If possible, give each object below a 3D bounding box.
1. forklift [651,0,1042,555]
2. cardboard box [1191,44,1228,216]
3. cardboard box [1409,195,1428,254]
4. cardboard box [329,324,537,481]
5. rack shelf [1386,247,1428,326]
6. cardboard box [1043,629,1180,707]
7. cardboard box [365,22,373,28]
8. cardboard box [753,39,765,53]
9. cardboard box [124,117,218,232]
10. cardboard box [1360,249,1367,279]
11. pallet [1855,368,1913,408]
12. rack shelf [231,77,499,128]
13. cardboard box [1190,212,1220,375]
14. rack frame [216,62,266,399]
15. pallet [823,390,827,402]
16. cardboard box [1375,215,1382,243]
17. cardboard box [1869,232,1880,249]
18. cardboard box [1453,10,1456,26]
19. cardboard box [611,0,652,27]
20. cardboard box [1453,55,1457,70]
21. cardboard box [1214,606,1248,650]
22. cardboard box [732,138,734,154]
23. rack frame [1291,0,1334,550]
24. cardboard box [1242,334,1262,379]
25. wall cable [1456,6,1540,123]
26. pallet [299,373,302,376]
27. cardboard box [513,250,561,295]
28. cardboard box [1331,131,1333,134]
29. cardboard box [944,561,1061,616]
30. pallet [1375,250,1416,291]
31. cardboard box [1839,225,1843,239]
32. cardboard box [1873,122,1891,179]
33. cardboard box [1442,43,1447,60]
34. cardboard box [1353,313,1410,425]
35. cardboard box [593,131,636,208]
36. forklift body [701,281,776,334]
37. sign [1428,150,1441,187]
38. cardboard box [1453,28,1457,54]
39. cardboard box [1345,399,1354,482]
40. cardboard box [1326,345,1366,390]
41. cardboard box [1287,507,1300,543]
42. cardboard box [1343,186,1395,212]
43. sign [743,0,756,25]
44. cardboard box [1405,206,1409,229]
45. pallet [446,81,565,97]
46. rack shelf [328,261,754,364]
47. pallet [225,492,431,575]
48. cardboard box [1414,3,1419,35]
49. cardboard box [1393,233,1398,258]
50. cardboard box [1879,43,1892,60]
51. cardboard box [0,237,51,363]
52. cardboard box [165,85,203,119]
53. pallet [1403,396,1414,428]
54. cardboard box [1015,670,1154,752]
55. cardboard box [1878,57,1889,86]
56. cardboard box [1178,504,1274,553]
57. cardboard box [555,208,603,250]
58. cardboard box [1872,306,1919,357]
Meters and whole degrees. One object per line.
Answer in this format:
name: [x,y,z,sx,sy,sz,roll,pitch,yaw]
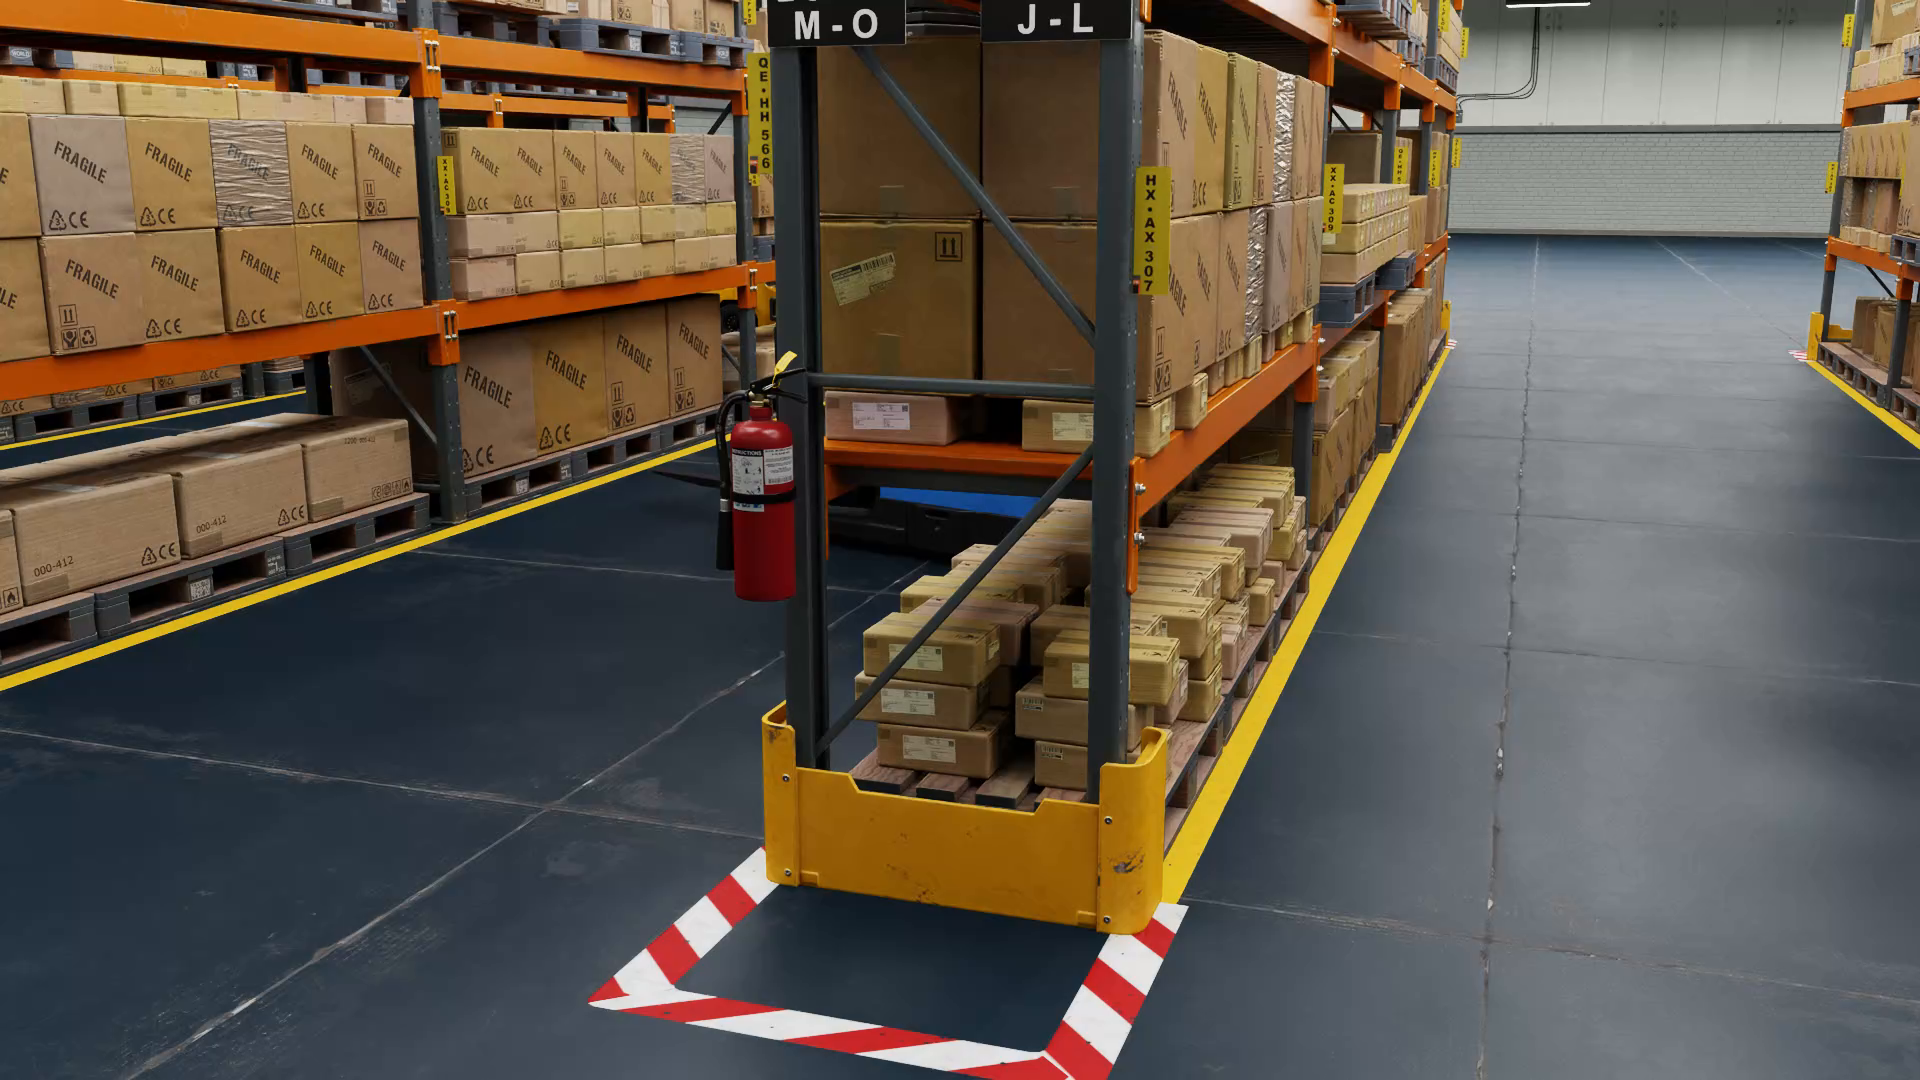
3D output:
forklift: [-0.508,-1.510,9.516,3.031,2.935,1.130,9,16,35]
cardboard box: [0.534,-1.279,5.211,0.500,0.500,0.500,5,14,20]
cardboard box: [3.947,-2.862,15.062,0.500,0.500,0.500,4,14,18]
cardboard box: [-3.317,-0.898,10.514,0.875,0.875,0.875,5,14,20]
rack shelf: [3.216,-2.171,13.873,1.077,0.370,4.000,4,14,18]
cardboard box: [0.471,0.393,5.149,0.380,0.149,0.250,4,13,16]
cardboard box: [-6.052,-4.906,16.107,0.500,0.500,0.500,5,14,20]
cardboard box: [-1.803,-3.940,13.570,0.396,0.266,0.258,4,14,18]
cardboard box: [-3.831,-1.691,7.684,0.500,0.500,0.500,4,14,19]
cardboard box: [1.921,-1.449,8.716,0.380,0.149,0.250,5,14,19]
pallet: [8.707,-1.348,14.922,1.003,0.211,1.213,4,14,18]
rack shelf: [-6.199,-4.325,16.570,1.077,0.370,4.000,4,14,18]
cardboard box: [0.536,-0.799,5.353,0.500,0.500,0.500,4,14,19]
rack frame: [-6.846,-2.792,14.979,1.000,3.000,0.127,4,14,18]
pallet: [-1.497,-1.496,15.569,1.003,0.211,1.213,4,14,18]
cardboard box: [2.171,-1.756,9.392,0.380,0.149,0.250,5,14,21]
cardboard box: [8.814,-2.823,15.679,0.380,0.149,0.250,4,14,18]
cardboard box: [4.875,-5.350,17.051,0.380,0.149,0.250,4,14,19]
cardboard box: [-2.444,-3.759,11.308,0.500,0.500,0.500,4,14,19]
cardboard box: [5.123,-5.123,17.849,0.380,0.149,0.250,4,14,19]
cardboard box: [0.940,0.355,6.653,0.380,0.149,0.250,4,14,18]
cardboard box: [-1.886,-3.515,14.852,0.380,0.149,0.250,4,13,16]
rack frame: [1.274,-1.258,8.258,1.000,3.000,0.127,4,14,18]
cardboard box: [0.965,-0.724,6.484,0.380,0.149,0.250,5,14,20]
wall cable: [15.553,-15.132,47.921,2.305,6.003,0.169,4,14,18]
pallet: [-6.146,-1.859,17.158,1.003,0.211,1.213,4,14,18]
cardboard box: [-2.884,-1.703,10.544,0.500,0.250,0.500,4,13,17]
cardboard box: [4.082,-3.741,16.375,0.875,0.550,0.550,4,14,18]
cardboard box: [0.154,0.187,6.053,0.380,0.149,0.250,4,13,16]
pallet: [2.439,-1.849,11.279,1.213,0.211,1.003,4,14,18]
cardboard box: [9.500,-3.241,17.511,0.380,0.149,0.250,4,14,18]
cardboard box: [8.732,-3.570,15.250,0.500,0.500,0.500,4,14,18]
cardboard box: [4.466,-4.695,15.972,0.380,0.149,0.250,4,14,18]
cardboard box: [2.851,-1.330,12.685,1.050,0.750,0.750,4,14,18]
cardboard box: [-2.564,-2.525,11.338,0.500,0.500,0.500,4,13,17]
forklift body: [-3.145,-3.532,20.129,2.313,2.155,1.214,4,14,18]
sign: [4.379,-3.431,15.356,0.100,0.325,0.005,4,14,18]
cardboard box: [4.937,-5.238,17.457,0.500,0.250,0.500,4,14,18]
cardboard box: [2.091,-0.603,10.064,0.500,0.500,0.500,5,14,19]
cardboard box: [2.263,-1.076,10.450,0.500,0.250,0.500,5,14,20]
cardboard box: [1.397,-0.071,7.851,0.380,0.149,0.250,4,13,16]
cardboard box: [2.423,-2.064,10.075,0.380,0.149,0.250,5,14,21]
sign: [-1.626,-4.147,12.834,0.100,0.325,0.005,4,14,18]
cardboard box: [2.839,-2.191,11.297,0.380,0.149,0.250,5,14,20]
pallet: [-5.300,-5.235,19.140,1.003,0.211,1.213,4,14,18]
rack shelf: [-2.795,-1.663,11.652,1.077,0.370,4.000,4,14,18]
pallet: [-3.762,-0.079,9.360,1.003,0.211,1.213,4,14,18]
cardboard box: [3.339,-4.123,13.101,0.500,0.311,0.500,4,13,17]
cardboard box: [2.595,-1.887,10.635,0.380,0.149,0.250,4,14,18]
cardboard box: [9.056,-4.677,15.939,0.380,0.149,0.250,4,13,16]
cardboard box: [-4.172,-0.989,6.853,0.500,0.500,0.500,4,13,18]
cardboard box: [-3.780,-2.040,7.757,0.380,0.149,0.250,4,14,18]
pallet: [3.291,-1.157,14.084,1.003,0.211,1.213,4,14,18]
cardboard box: [0.392,0.533,5.208,0.380,0.149,0.250,5,14,21]
cardboard box: [8.928,-4.390,15.575,0.500,0.250,0.500,5,14,20]
cardboard box: [1.128,-0.047,7.079,0.380,0.149,0.250,4,13,16]
cardboard box: [-2.703,-2.052,10.952,0.500,0.250,0.500,5,14,19]
cardboard box: [9.218,-2.003,16.197,0.500,0.500,0.500,6,14,24]
